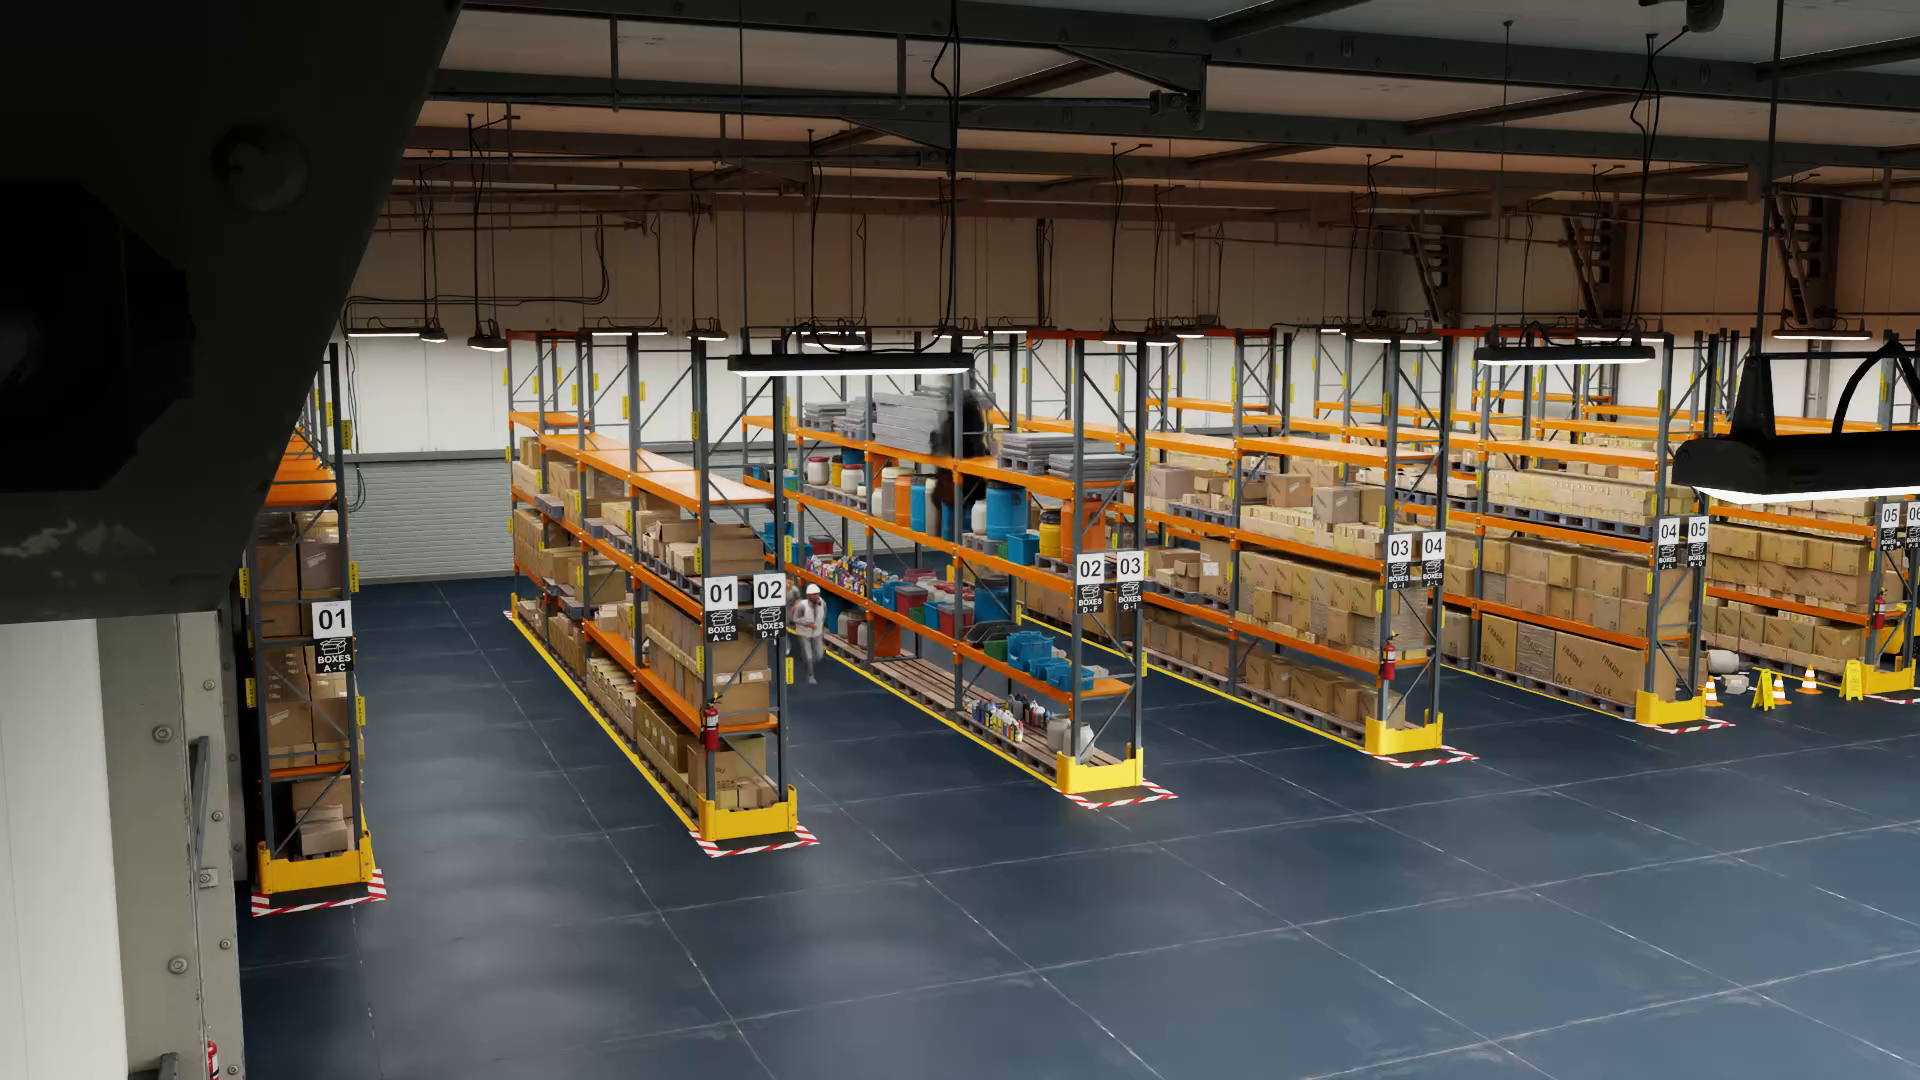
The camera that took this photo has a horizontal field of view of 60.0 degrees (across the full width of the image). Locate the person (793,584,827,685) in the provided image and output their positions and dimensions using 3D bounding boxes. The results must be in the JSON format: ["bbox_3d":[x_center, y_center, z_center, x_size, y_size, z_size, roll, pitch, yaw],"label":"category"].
[{"bbox_3d":[-2.417,1.537,27.116,0.649,1.694,0.712,-3,9,-24],"label":"person"}]

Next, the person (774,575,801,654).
[{"bbox_3d":[-3.301,1.354,31.328,0.568,1.527,1.007,-2,8,-14],"label":"person"}]

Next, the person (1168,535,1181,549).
[{"bbox_3d":[5.435,-0.134,41.602,0.779,1.702,0.656,2,8,13],"label":"person"}]
